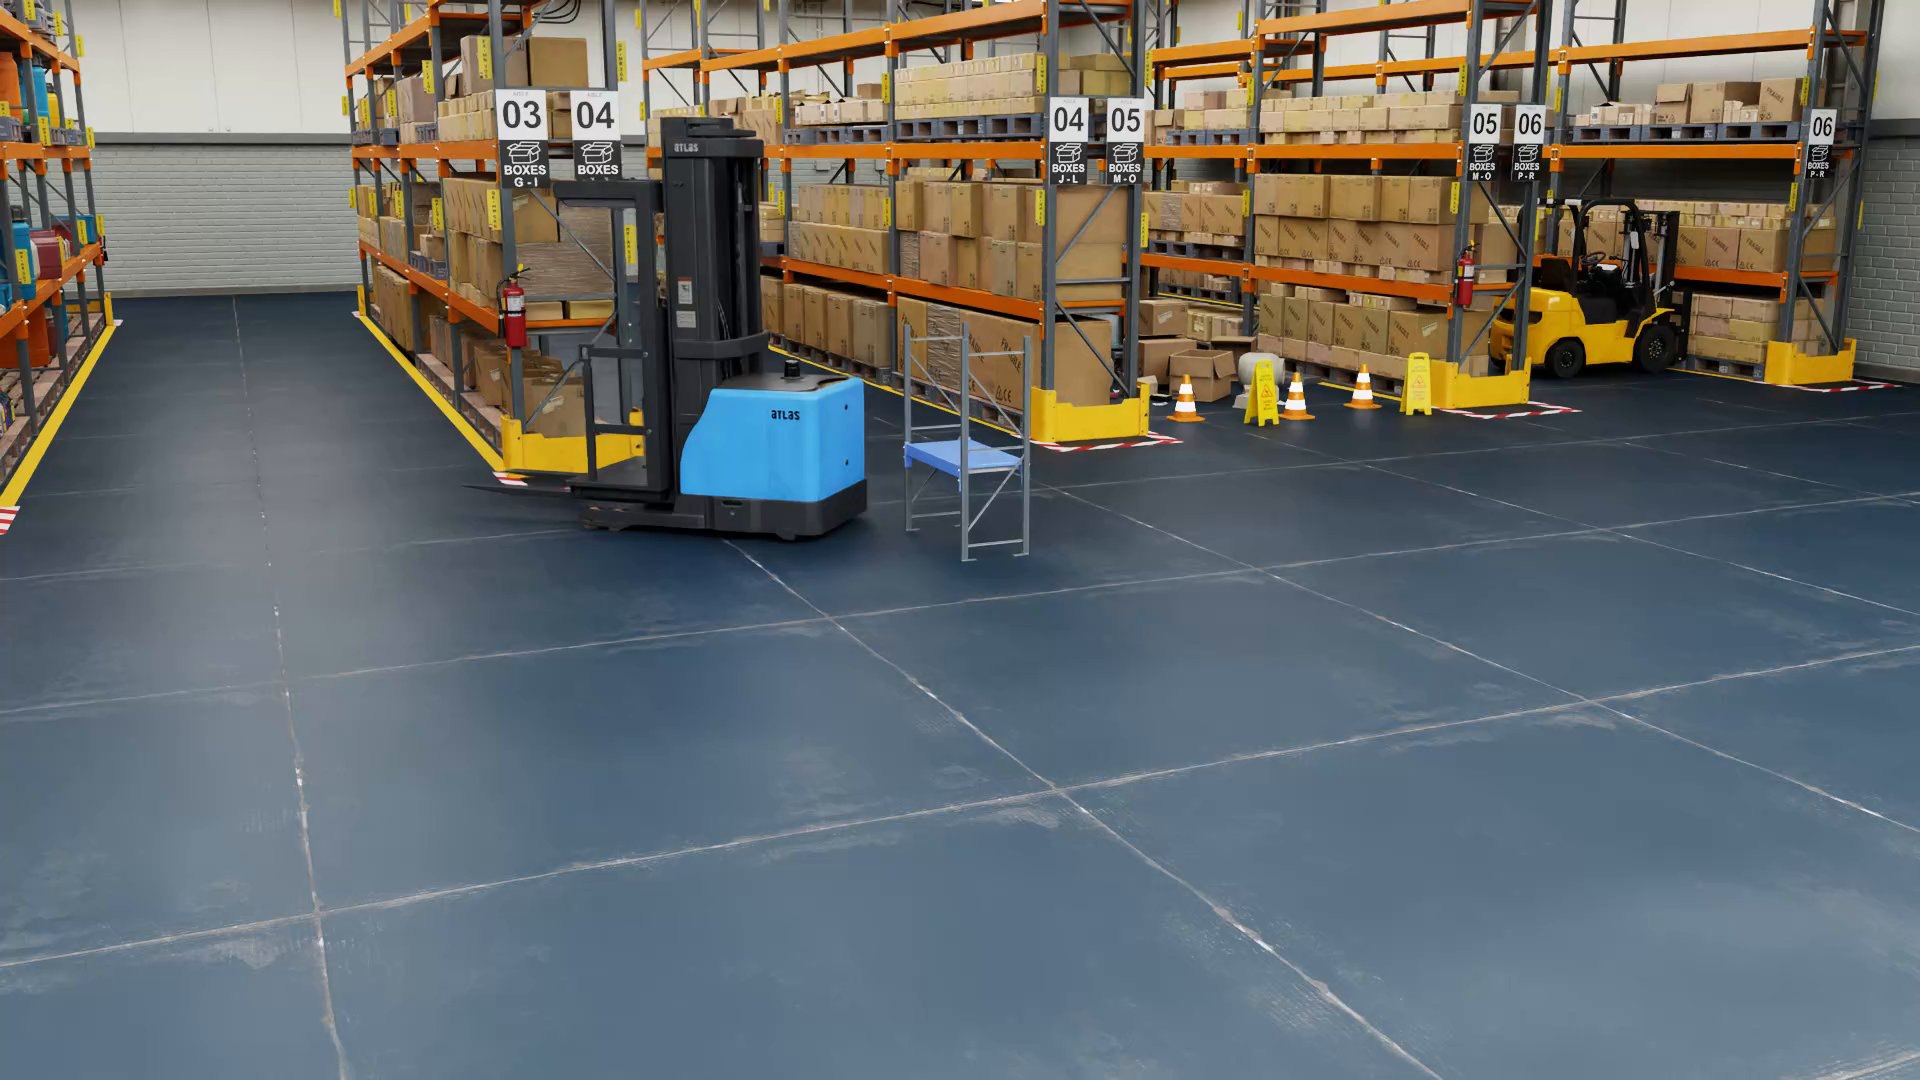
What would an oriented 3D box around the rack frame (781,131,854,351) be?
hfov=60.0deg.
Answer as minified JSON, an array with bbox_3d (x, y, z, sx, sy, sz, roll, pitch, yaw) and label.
[{"bbox_3d":[-1.947,-4.133,23.076,1.000,3.000,0.127,-6,14,-23],"label":"rack frame"}]

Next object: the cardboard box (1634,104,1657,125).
[{"bbox_3d":[9.013,-5.539,21.642,0.396,0.266,0.258,-6,14,-24],"label":"cardboard box"}]

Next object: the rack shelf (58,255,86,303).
[{"bbox_3d":[-11.871,-3.321,21.164,1.077,0.370,4.000,-6,14,-23],"label":"rack shelf"}]

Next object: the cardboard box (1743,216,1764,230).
[{"bbox_3d":[9.774,-3.859,20.229,0.380,0.149,0.250,-5,14,-22],"label":"cardboard box"}]

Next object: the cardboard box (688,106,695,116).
[{"bbox_3d":[-4.177,-6.926,26.830,0.380,0.149,0.250,-6,14,-23],"label":"cardboard box"}]

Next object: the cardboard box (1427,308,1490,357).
[{"bbox_3d":[5.673,-2.375,18.984,0.500,0.500,0.500,-6,14,-25],"label":"cardboard box"}]

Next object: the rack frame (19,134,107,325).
[{"bbox_3d":[-14.275,-4.912,26.439,1.000,3.000,0.127,-6,14,-23],"label":"rack frame"}]

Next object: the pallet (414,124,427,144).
[{"bbox_3d":[-5.498,-4.601,18.860,1.213,0.211,1.003,-6,14,-23],"label":"pallet"}]

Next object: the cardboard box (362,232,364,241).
[{"bbox_3d":[-9.584,-4.974,27.265,0.380,0.149,0.250,-6,14,-24],"label":"cardboard box"}]

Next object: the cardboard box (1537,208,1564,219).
[{"bbox_3d":[8.357,-4.639,23.601,0.380,0.149,0.250,-5,14,-21],"label":"cardboard box"}]

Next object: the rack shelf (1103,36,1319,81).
[{"bbox_3d":[3.349,-6.565,22.762,1.077,0.370,4.000,-6,14,-23],"label":"rack shelf"}]

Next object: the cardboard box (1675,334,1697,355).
[{"bbox_3d":[9.439,-2.539,21.353,0.500,0.250,0.500,-5,14,-22],"label":"cardboard box"}]

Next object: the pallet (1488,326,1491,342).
[{"bbox_3d":[8.366,-3.014,24.424,1.003,0.211,1.213,-6,14,-23],"label":"pallet"}]

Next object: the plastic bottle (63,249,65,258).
[{"bbox_3d":[-11.816,-3.765,21.760,0.152,0.276,0.135,-6,14,-23],"label":"plastic bottle"}]

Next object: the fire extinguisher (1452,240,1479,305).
[{"bbox_3d":[5.376,-2.845,17.683,0.296,0.674,0.183,-6,14,-23],"label":"fire extinguisher"}]

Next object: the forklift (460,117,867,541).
[{"bbox_3d":[-2.276,-1.598,12.272,3.031,2.935,1.130,4,14,17],"label":"forklift"}]

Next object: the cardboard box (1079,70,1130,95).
[{"bbox_3d":[1.300,-4.390,16.052,0.500,0.250,0.500,-6,14,-23],"label":"cardboard box"}]

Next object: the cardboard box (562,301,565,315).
[{"bbox_3d":[-3.306,-2.065,14.695,0.380,0.149,0.250,-6,14,-23],"label":"cardboard box"}]

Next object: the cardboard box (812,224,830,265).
[{"bbox_3d":[-1.607,-3.856,21.655,0.500,0.500,0.500,-6,14,-23],"label":"cardboard box"}]

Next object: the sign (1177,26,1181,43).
[{"bbox_3d":[4.407,-10.204,33.578,0.100,0.325,0.005,-6,14,-23],"label":"sign"}]

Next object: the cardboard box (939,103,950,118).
[{"bbox_3d":[0.002,-4.530,17.543,0.380,0.149,0.250,-6,14,-23],"label":"cardboard box"}]

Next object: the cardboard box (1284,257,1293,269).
[{"bbox_3d":[4.266,-3.459,20.718,0.380,0.149,0.250,-6,14,-23],"label":"cardboard box"}]

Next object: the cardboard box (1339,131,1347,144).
[{"bbox_3d":[4.669,-4.708,19.464,0.380,0.149,0.250,-6,14,-23],"label":"cardboard box"}]

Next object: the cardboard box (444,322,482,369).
[{"bbox_3d":[-5.778,-2.336,19.879,0.700,0.500,0.500,-4,14,-18],"label":"cardboard box"}]

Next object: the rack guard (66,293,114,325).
[{"bbox_3d":[-14.296,-3.697,26.737,1.175,0.500,0.348,-6,14,-23],"label":"rack guard"}]

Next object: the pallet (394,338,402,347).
[{"bbox_3d":[-7.756,-3.021,24.456,1.003,0.211,1.213,-6,14,-23],"label":"pallet"}]

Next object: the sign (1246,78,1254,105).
[{"bbox_3d":[3.643,-5.629,20.866,0.100,0.325,0.005,-6,14,-23],"label":"sign"}]

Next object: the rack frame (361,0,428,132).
[{"bbox_3d":[-8.134,-7.455,24.124,1.000,3.000,0.127,-6,14,-23],"label":"rack frame"}]

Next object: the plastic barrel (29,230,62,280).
[{"bbox_3d":[-10.607,-3.256,18.986,0.600,0.536,0.708,-6,14,-23],"label":"plastic barrel"}]

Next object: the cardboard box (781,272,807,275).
[{"bbox_3d":[-2.391,-3.858,24.835,0.500,0.250,0.500,-6,14,-23],"label":"cardboard box"}]

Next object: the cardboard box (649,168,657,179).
[{"bbox_3d":[-5.215,-6.350,29.555,0.500,0.500,0.500,-6,14,-23],"label":"cardboard box"}]

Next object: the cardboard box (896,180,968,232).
[{"bbox_3d":[-0.228,-3.827,19.024,0.875,0.550,0.550,-6,14,-23],"label":"cardboard box"}]

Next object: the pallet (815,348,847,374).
[{"bbox_3d":[-1.215,-2.353,21.570,1.003,0.211,1.213,-6,14,-23],"label":"pallet"}]

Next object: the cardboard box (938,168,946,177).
[{"bbox_3d":[-0.185,-6.683,30.216,0.380,0.149,0.250,-6,14,-24],"label":"cardboard box"}]

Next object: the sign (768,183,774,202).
[{"bbox_3d":[-3.042,-5.575,26.736,0.100,0.325,0.005,-6,14,-23],"label":"sign"}]

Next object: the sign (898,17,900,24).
[{"bbox_3d":[-1.167,-9.660,31.228,0.100,0.325,0.005,-6,14,-23],"label":"sign"}]

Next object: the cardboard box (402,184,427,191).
[{"bbox_3d":[-7.069,-4.531,22.348,0.797,0.503,0.637,-5,14,-22],"label":"cardboard box"}]

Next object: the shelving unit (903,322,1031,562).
[{"bbox_3d":[0.034,-0.713,11.625,0.538,1.500,1.048,-6,14,-23],"label":"shelving unit"}]

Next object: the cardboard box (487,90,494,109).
[{"bbox_3d":[-3.725,-3.665,13.849,0.380,0.149,0.250,-6,14,-23],"label":"cardboard box"}]

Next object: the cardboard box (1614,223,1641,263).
[{"bbox_3d":[9.063,-3.947,22.048,0.500,0.500,0.500,-6,14,-24],"label":"cardboard box"}]

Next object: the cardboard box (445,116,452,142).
[{"bbox_3d":[-4.768,-4.043,16.366,0.500,0.250,0.500,-6,14,-23],"label":"cardboard box"}]

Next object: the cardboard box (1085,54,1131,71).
[{"bbox_3d":[1.416,-4.559,15.898,0.380,0.149,0.250,-5,14,-22],"label":"cardboard box"}]

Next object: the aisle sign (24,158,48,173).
[{"bbox_3d":[-14.576,-6.166,26.094,0.394,0.787,0.004,-6,14,-23],"label":"aisle sign"}]

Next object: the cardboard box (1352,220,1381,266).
[{"bbox_3d":[4.889,-3.437,19.185,0.500,0.500,0.500,-6,14,-23],"label":"cardboard box"}]

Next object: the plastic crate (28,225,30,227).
[{"bbox_3d":[-13.172,-4.172,23.147,0.392,0.384,0.575,-6,14,-23],"label":"plastic crate"}]

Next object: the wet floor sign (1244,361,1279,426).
[{"bbox_3d":[3.084,-1.506,16.947,0.267,0.644,0.232,-9,16,-33],"label":"wet floor sign"}]

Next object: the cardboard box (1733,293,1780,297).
[{"bbox_3d":[10.077,-2.969,20.994,0.500,0.250,0.500,-6,14,-23],"label":"cardboard box"}]

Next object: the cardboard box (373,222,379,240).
[{"bbox_3d":[-8.552,-4.672,25.076,0.500,0.250,0.500,-6,14,-24],"label":"cardboard box"}]

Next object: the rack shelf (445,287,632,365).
[{"bbox_3d":[-4.129,-2.116,15.955,1.077,0.370,4.000,-6,14,-23],"label":"rack shelf"}]

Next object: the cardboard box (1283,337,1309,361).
[{"bbox_3d":[4.364,-2.384,20.686,0.500,0.250,0.500,-5,14,-20],"label":"cardboard box"}]

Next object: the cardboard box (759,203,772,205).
[{"bbox_3d":[-2.894,-5.103,25.573,0.380,0.149,0.250,-6,14,-23],"label":"cardboard box"}]

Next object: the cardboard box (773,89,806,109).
[{"bbox_3d":[-2.347,-6.076,22.900,0.396,0.266,0.258,-6,14,-23],"label":"cardboard box"}]

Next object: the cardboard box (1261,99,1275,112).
[{"bbox_3d":[3.978,-5.408,20.719,0.380,0.149,0.250,-6,14,-24],"label":"cardboard box"}]
